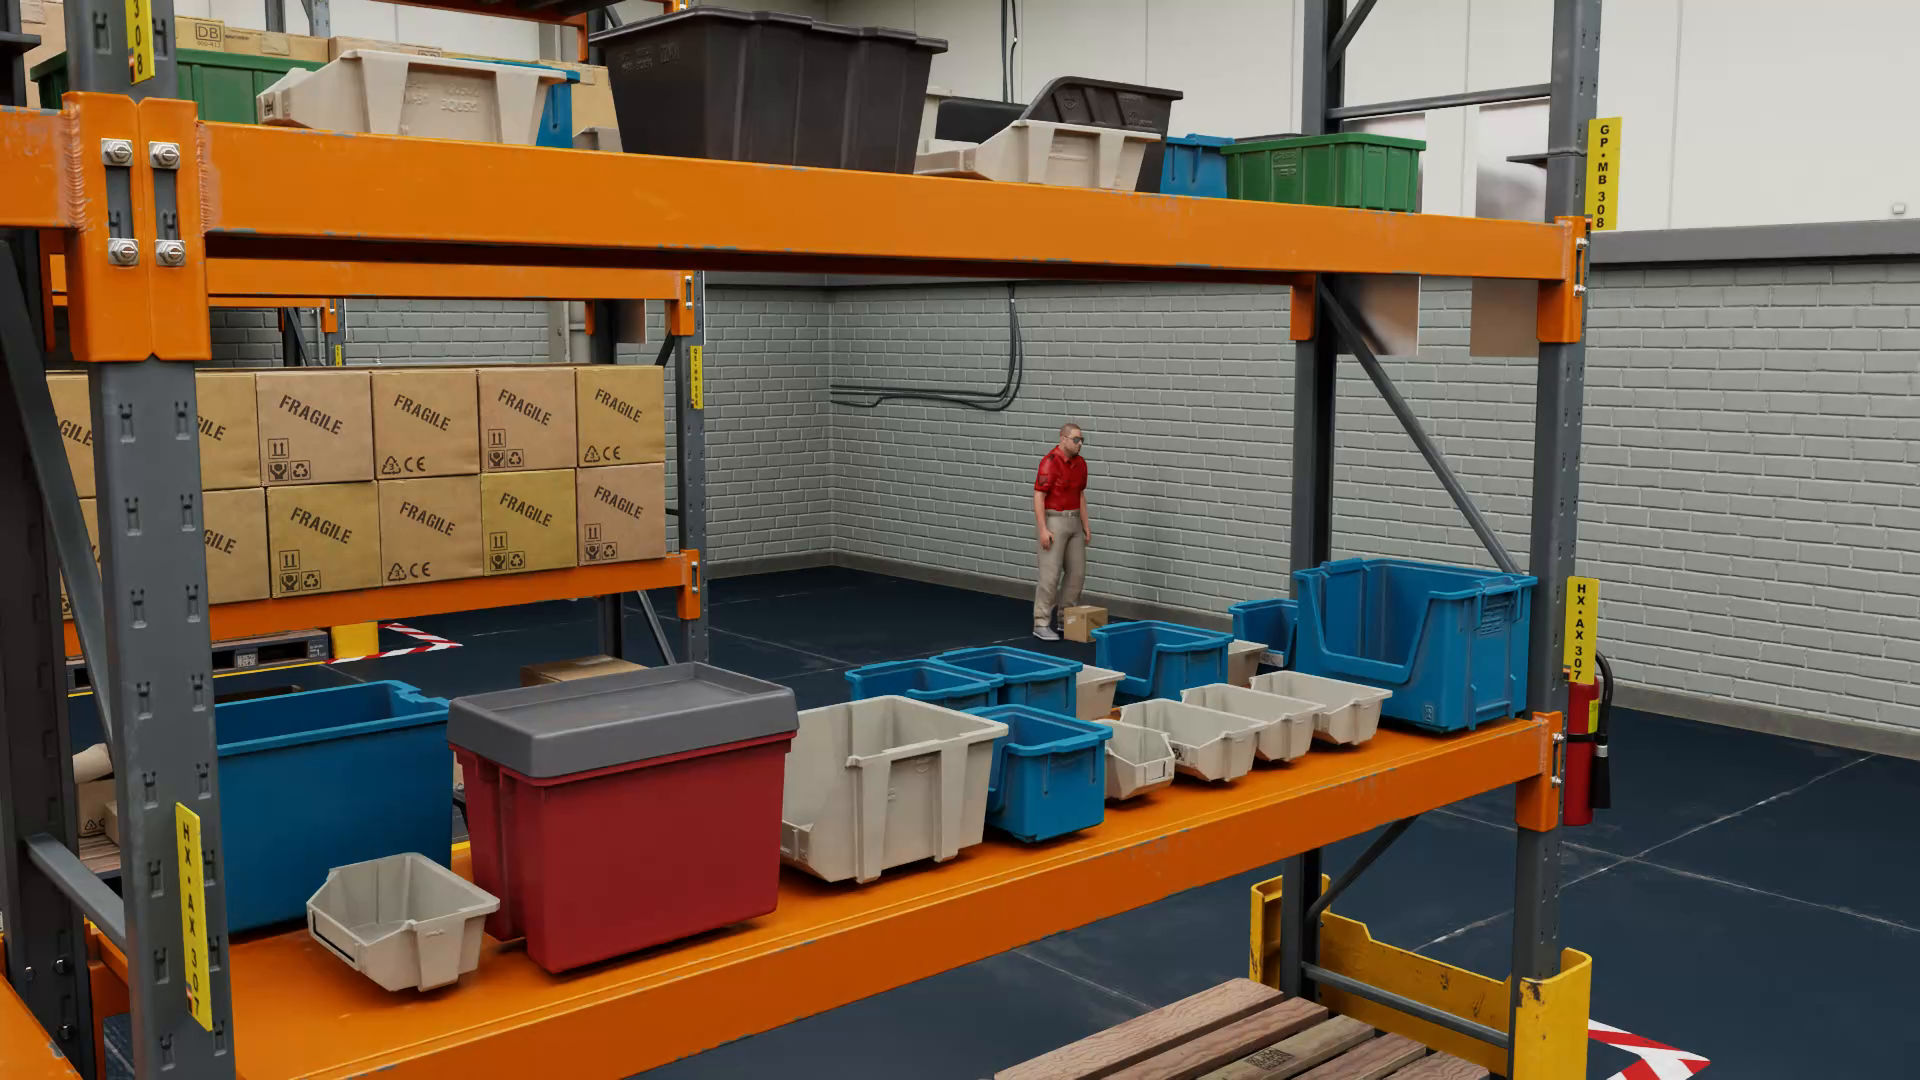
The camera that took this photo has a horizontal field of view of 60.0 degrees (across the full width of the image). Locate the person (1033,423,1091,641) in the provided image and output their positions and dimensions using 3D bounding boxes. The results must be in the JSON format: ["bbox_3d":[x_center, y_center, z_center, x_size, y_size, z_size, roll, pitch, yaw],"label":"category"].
[{"bbox_3d":[0.830,-0.082,13.463,0.608,1.728,0.389,-7,10,-44],"label":"person"}]
